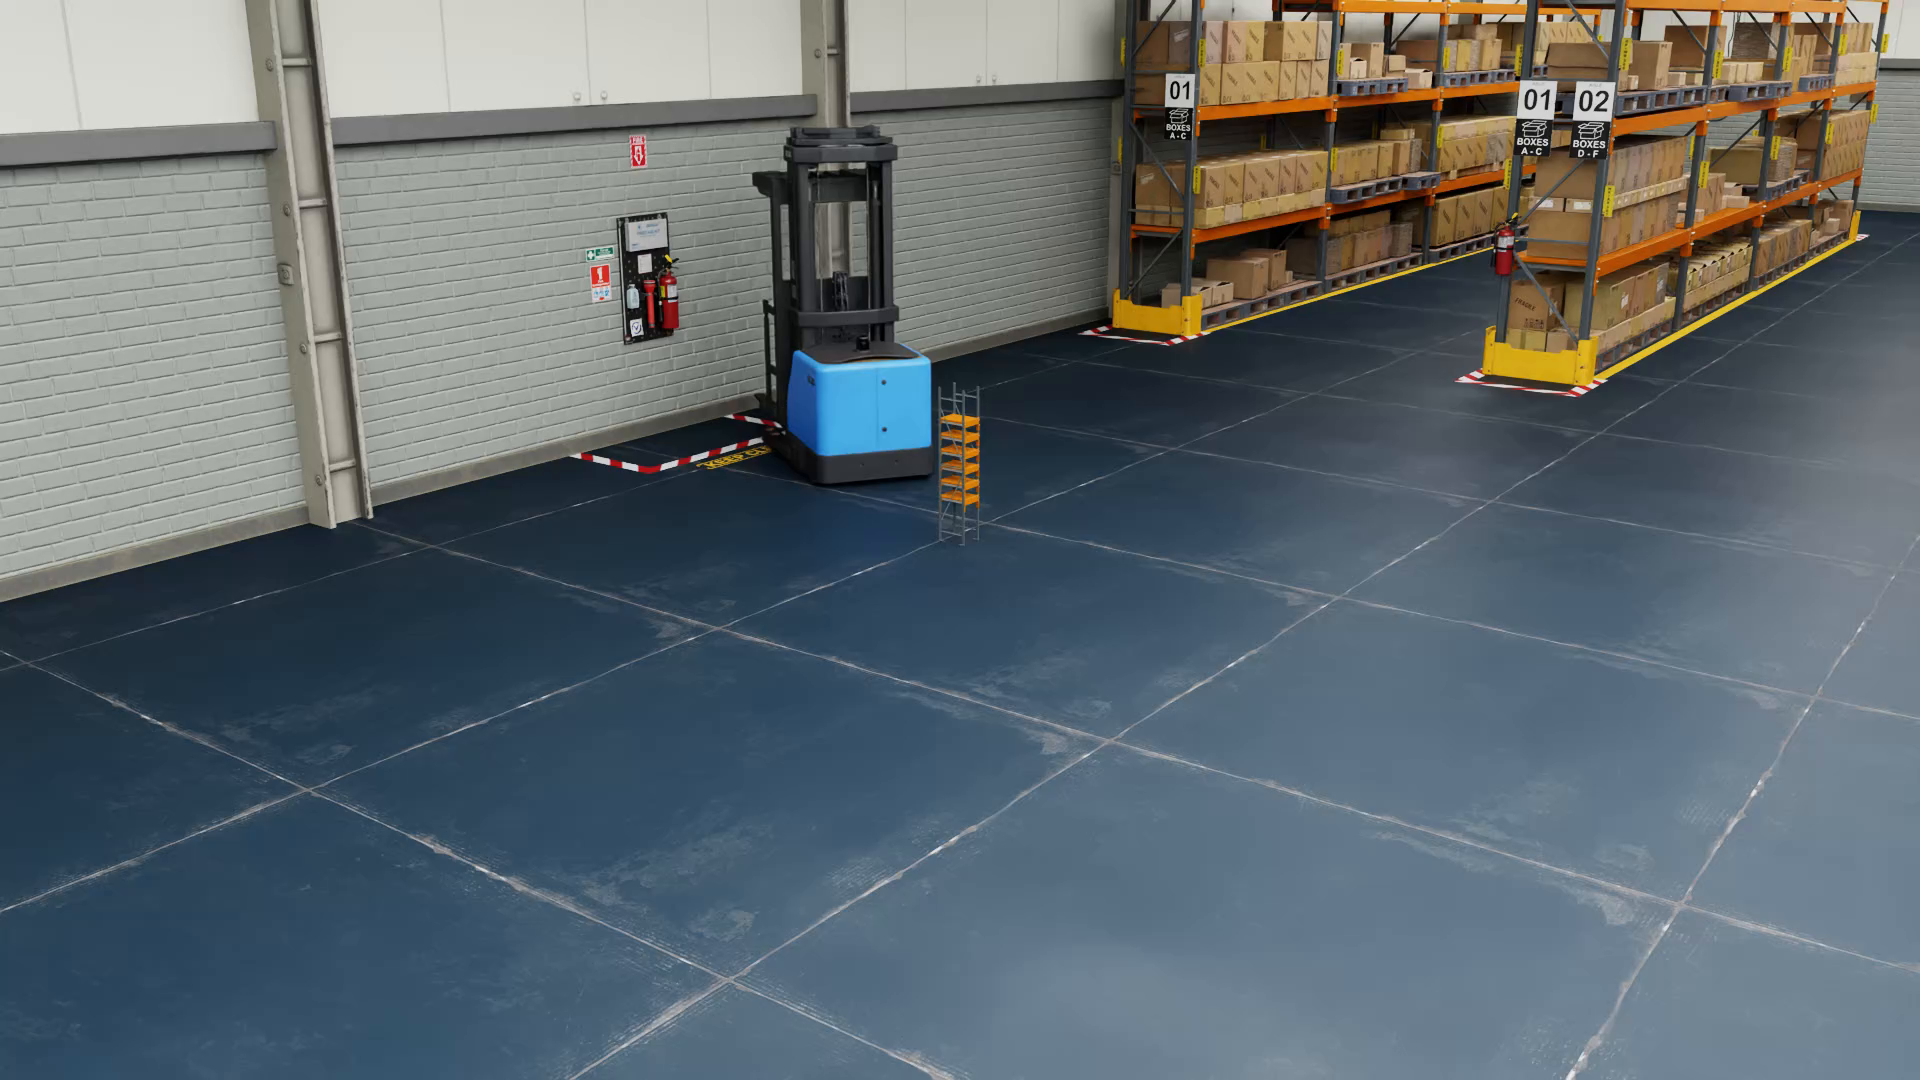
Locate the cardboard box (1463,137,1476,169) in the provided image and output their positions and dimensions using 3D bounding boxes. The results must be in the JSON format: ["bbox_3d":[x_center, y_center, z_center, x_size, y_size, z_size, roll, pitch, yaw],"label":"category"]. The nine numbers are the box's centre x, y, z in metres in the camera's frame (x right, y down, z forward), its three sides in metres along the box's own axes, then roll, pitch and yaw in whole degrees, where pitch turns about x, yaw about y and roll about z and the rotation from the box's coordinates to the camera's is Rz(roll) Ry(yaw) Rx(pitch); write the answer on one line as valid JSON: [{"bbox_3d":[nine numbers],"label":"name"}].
[{"bbox_3d":[8.367,-6.550,28.075,0.500,0.500,0.500,12,21,34],"label":"cardboard box"}]

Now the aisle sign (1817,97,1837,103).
[{"bbox_3d":[15.808,-8.380,30.287,0.394,0.787,0.004,12,21,35],"label":"aisle sign"}]

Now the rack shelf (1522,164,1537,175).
[{"bbox_3d":[10.831,-7.125,31.842,1.077,0.370,4.000,12,21,35],"label":"rack shelf"}]

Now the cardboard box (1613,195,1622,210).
[{"bbox_3d":[7.181,-3.795,18.644,0.380,0.149,0.250,13,21,35],"label":"cardboard box"}]

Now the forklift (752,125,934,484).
[{"bbox_3d":[-1.220,-2.271,15.114,1.130,2.935,3.031,-6,18,-20],"label":"forklift"}]

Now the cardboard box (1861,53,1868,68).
[{"bbox_3d":[15.303,-8.265,28.652,0.500,0.250,0.500,12,21,35],"label":"cardboard box"}]

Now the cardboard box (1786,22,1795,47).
[{"bbox_3d":[12.109,-7.468,24.823,0.500,0.500,0.500,12,21,35],"label":"cardboard box"}]

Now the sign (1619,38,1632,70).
[{"bbox_3d":[6.912,-5.048,17.275,0.100,0.325,0.005,12,21,35],"label":"sign"}]

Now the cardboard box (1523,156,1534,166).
[{"bbox_3d":[9.975,-7.262,30.564,0.980,0.700,0.700,13,21,36],"label":"cardboard box"}]

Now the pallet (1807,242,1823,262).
[{"bbox_3d":[14.029,-4.949,28.325,1.003,0.211,1.213,12,21,35],"label":"pallet"}]

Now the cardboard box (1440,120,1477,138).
[{"bbox_3d":[8.348,-6.907,27.960,0.500,0.250,0.500,13,21,35],"label":"cardboard box"}]

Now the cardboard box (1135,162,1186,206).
[{"bbox_3d":[2.599,-4.580,21.388,0.500,0.500,0.500,12,21,34],"label":"cardboard box"}]

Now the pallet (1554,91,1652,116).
[{"bbox_3d":[6.912,-4.814,18.278,1.003,0.211,1.213,12,21,35],"label":"pallet"}]

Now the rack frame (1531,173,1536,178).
[{"bbox_3d":[12.022,-7.945,33.269,1.000,3.000,0.127,12,21,35],"label":"rack frame"}]

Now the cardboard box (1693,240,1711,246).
[{"bbox_3d":[10.688,-4.247,24.345,0.500,0.311,0.500,13,22,37],"label":"cardboard box"}]

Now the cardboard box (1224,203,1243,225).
[{"bbox_3d":[3.333,-4.258,21.617,0.500,0.250,0.500,12,21,33],"label":"cardboard box"}]

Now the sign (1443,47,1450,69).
[{"bbox_3d":[7.690,-7.622,26.302,0.100,0.325,0.005,12,21,35],"label":"sign"}]

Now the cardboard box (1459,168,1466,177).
[{"bbox_3d":[8.382,-6.278,28.291,0.380,0.149,0.250,13,21,36],"label":"cardboard box"}]

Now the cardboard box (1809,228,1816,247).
[{"bbox_3d":[14.043,-5.105,27.918,0.500,0.311,0.500,12,21,35],"label":"cardboard box"}]

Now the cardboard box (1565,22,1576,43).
[{"bbox_3d":[11.194,-9.446,31.159,0.500,0.500,0.500,11,21,32],"label":"cardboard box"}]

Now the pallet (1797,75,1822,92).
[{"bbox_3d":[12.559,-7.070,25.711,1.213,0.211,1.003,12,21,35],"label":"pallet"}]

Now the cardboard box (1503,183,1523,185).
[{"bbox_3d":[10.541,-6.718,31.732,0.380,0.149,0.250,13,21,35],"label":"cardboard box"}]

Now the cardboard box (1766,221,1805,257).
[{"bbox_3d":[13.254,-4.849,26.775,0.500,0.500,0.500,13,21,35],"label":"cardboard box"}]

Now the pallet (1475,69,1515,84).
[{"bbox_3d":[9.132,-8.106,29.054,0.805,0.209,1.217,11,21,33],"label":"pallet"}]

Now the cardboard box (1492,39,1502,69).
[{"bbox_3d":[9.026,-8.492,29.064,0.700,0.500,0.500,11,20,32],"label":"cardboard box"}]

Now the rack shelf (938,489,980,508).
[{"bbox_3d":[-0.009,-0.298,12.639,0.258,0.103,0.180,12,21,35],"label":"rack shelf"}]

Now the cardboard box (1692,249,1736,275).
[{"bbox_3d":[10.514,-3.907,23.250,0.500,0.311,0.500,12,21,34],"label":"cardboard box"}]

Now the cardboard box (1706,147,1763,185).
[{"bbox_3d":[11.521,-5.583,24.788,0.700,0.500,0.500,5,18,16],"label":"cardboard box"}]

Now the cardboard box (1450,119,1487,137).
[{"bbox_3d":[8.647,-7.030,28.355,0.500,0.250,0.500,12,21,34],"label":"cardboard box"}]

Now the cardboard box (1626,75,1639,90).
[{"bbox_3d":[7.312,-5.088,18.493,0.380,0.149,0.250,12,21,35],"label":"cardboard box"}]

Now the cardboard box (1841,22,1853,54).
[{"bbox_3d":[14.290,-8.292,27.475,0.700,0.500,0.500,12,21,35],"label":"cardboard box"}]

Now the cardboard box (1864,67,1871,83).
[{"bbox_3d":[15.602,-8.145,29.109,0.500,0.250,0.500,12,21,35],"label":"cardboard box"}]

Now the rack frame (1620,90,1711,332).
[{"bbox_3d":[8.853,-4.212,21.250,1.000,3.000,0.127,12,21,35],"label":"rack frame"}]

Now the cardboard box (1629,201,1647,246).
[{"bbox_3d":[7.678,-3.785,19.707,0.700,0.500,0.500,13,22,36],"label":"cardboard box"}]

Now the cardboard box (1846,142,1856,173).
[{"bbox_3d":[15.347,-6.721,29.161,0.500,0.500,0.500,13,21,35],"label":"cardboard box"}]

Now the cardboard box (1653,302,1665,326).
[{"bbox_3d":[8.446,-2.833,20.737,0.500,0.250,0.500,12,21,35],"label":"cardboard box"}]

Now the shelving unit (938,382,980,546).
[{"bbox_3d":[-0.009,-0.570,12.555,0.258,1.200,0.189,12,21,35],"label":"shelving unit"}]

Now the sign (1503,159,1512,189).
[{"bbox_3d":[6.042,-4.025,18.294,0.100,0.325,0.005,12,21,35],"label":"sign"}]

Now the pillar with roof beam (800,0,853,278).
[{"bbox_3d":[2.094,-5.129,14.085,9.100,9.000,0.400,12,21,35],"label":"pillar with roof beam"}]

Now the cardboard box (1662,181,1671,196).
[{"bbox_3d":[8.404,-4.283,20.215,0.380,0.149,0.250,12,21,35],"label":"cardboard box"}]

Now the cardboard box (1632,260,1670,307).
[{"bbox_3d":[8.445,-3.192,20.627,0.500,0.500,0.500,12,21,35],"label":"cardboard box"}]

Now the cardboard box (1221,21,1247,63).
[{"bbox_3d":[3.253,-6.261,20.900,0.500,0.500,0.500,12,21,34],"label":"cardboard box"}]

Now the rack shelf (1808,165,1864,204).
[{"bbox_3d":[14.811,-6.250,29.026,1.077,0.370,4.000,12,21,35],"label":"rack shelf"}]

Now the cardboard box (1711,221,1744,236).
[{"bbox_3d":[11.635,-4.818,25.408,0.500,0.250,0.500,13,22,37],"label":"cardboard box"}]

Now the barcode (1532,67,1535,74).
[{"bbox_3d":[6.262,-5.126,18.157,0.001,0.075,0.075,12,21,35],"label":"barcode"}]

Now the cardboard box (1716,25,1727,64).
[{"bbox_3d":[9.573,-6.411,21.554,0.500,0.500,0.500,15,23,40],"label":"cardboard box"}]

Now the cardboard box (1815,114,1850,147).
[{"bbox_3d":[14.740,-6.951,28.214,0.500,0.500,0.500,12,21,33],"label":"cardboard box"}]

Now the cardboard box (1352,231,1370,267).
[{"bbox_3d":[5.902,-4.527,25.738,0.700,0.500,0.500,13,21,35],"label":"cardboard box"}]

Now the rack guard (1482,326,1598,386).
[{"bbox_3d":[6.455,-2.060,18.534,1.175,0.500,0.348,12,21,35],"label":"rack guard"}]

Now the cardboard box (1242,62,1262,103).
[{"bbox_3d":[3.544,-5.905,21.441,0.500,0.500,0.500,14,22,37],"label":"cardboard box"}]

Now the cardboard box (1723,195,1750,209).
[{"bbox_3d":[10.922,-4.782,23.508,0.380,0.149,0.250,12,21,35],"label":"cardboard box"}]

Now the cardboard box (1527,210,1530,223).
[{"bbox_3d":[10.469,-6.278,31.408,0.700,0.500,0.500,12,21,34],"label":"cardboard box"}]

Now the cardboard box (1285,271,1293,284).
[{"bbox_3d":[4.578,-3.811,23.993,0.380,0.166,0.250,9,20,28],"label":"cardboard box"}]

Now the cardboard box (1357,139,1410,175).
[{"bbox_3d":[6.672,-6.045,26.243,0.700,0.500,0.500,10,20,30],"label":"cardboard box"}]

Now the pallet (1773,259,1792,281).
[{"bbox_3d":[12.439,-4.294,26.214,1.003,0.211,1.213,12,21,35],"label":"pallet"}]

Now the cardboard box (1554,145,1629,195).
[{"bbox_3d":[7.098,-4.174,18.772,0.700,0.500,0.500,12,21,33],"label":"cardboard box"}]

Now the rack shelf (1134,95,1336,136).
[{"bbox_3d":[3.681,-5.699,22.193,1.077,0.370,4.000,12,21,35],"label":"rack shelf"}]

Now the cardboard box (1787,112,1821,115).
[{"bbox_3d":[14.617,-7.171,28.924,0.500,0.500,0.500,12,21,34],"label":"cardboard box"}]
